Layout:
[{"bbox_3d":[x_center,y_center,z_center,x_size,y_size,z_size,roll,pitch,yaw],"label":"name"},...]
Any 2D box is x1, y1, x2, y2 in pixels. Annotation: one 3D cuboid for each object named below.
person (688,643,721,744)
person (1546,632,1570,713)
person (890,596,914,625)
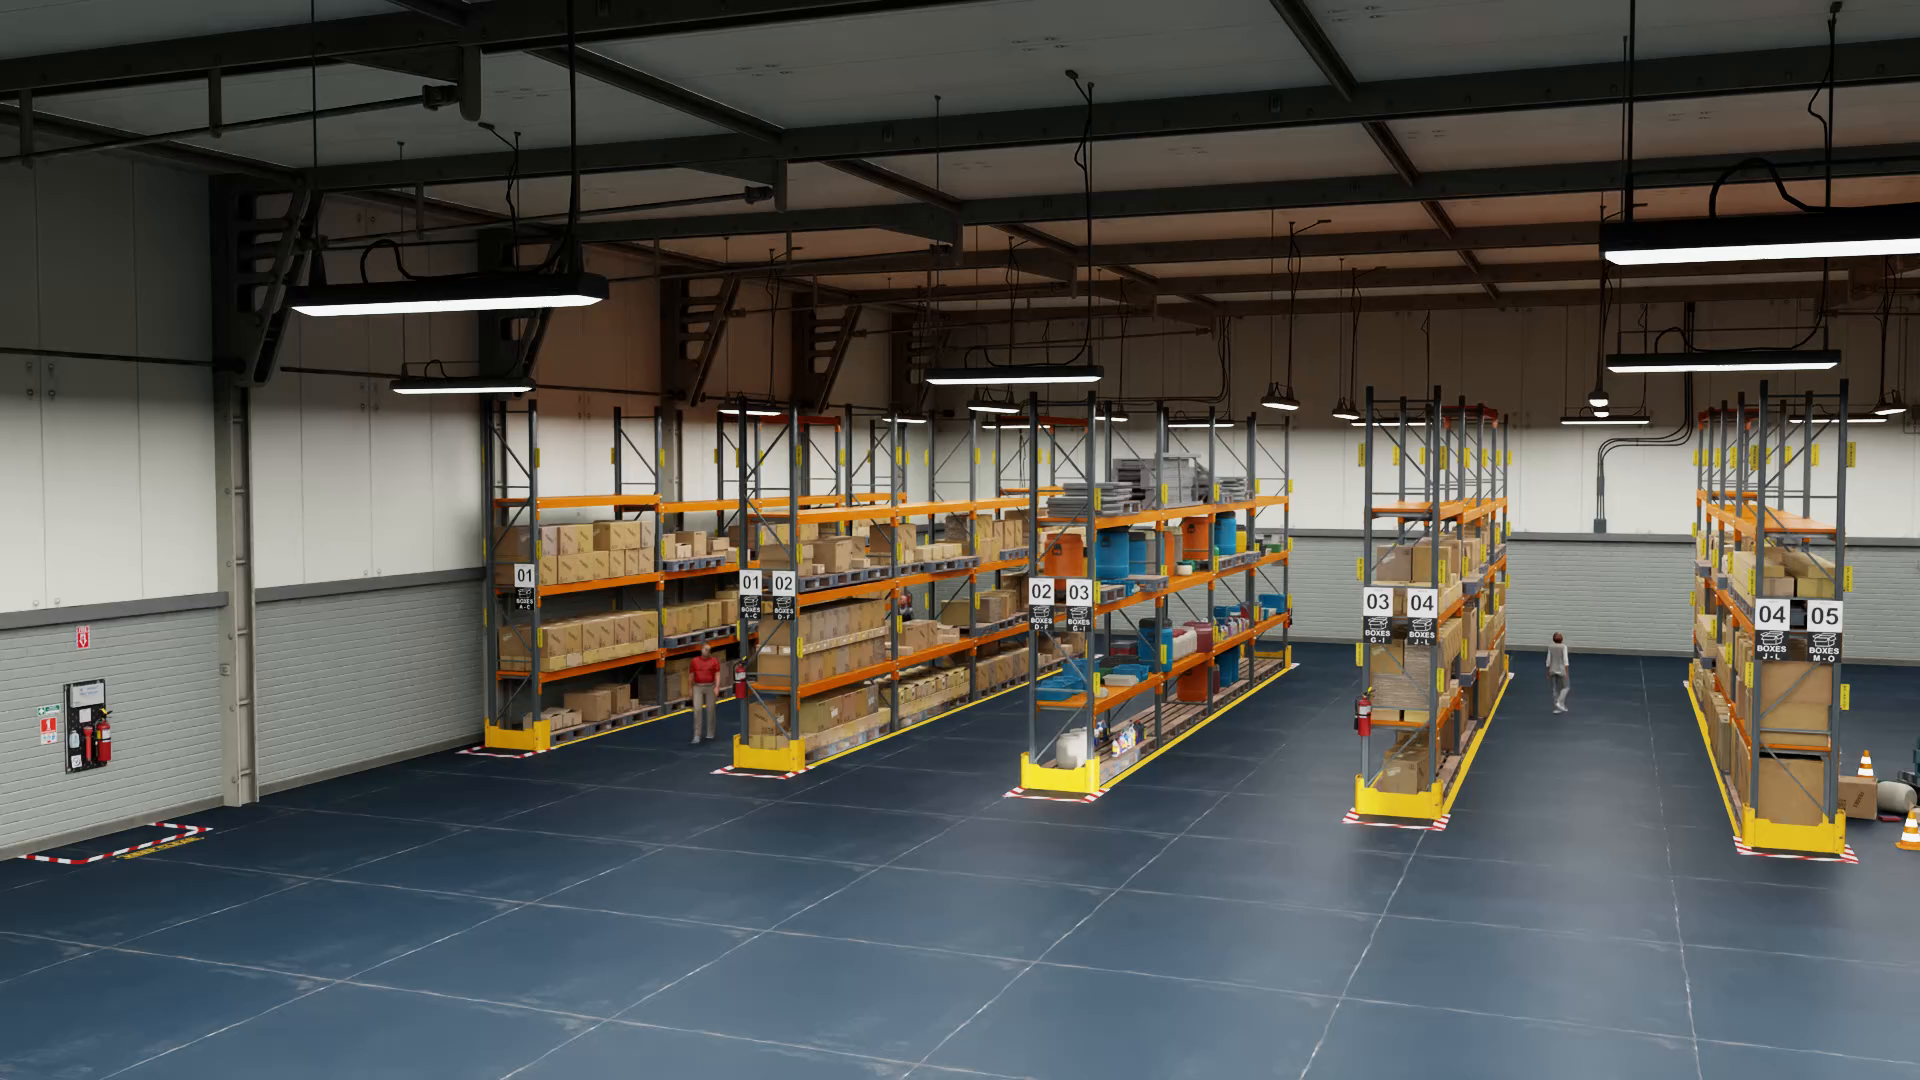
[{"bbox_3d":[-4.519,2.707,29.447,0.568,1.724,0.774,-1,3,-10],"label":"person"},{"bbox_3d":[11.695,2.602,32.546,0.459,1.596,0.460,2,3,34],"label":"person"},{"bbox_3d":[-1.411,2.182,40.178,0.554,1.667,1.084,1,3,18],"label":"person"}]
